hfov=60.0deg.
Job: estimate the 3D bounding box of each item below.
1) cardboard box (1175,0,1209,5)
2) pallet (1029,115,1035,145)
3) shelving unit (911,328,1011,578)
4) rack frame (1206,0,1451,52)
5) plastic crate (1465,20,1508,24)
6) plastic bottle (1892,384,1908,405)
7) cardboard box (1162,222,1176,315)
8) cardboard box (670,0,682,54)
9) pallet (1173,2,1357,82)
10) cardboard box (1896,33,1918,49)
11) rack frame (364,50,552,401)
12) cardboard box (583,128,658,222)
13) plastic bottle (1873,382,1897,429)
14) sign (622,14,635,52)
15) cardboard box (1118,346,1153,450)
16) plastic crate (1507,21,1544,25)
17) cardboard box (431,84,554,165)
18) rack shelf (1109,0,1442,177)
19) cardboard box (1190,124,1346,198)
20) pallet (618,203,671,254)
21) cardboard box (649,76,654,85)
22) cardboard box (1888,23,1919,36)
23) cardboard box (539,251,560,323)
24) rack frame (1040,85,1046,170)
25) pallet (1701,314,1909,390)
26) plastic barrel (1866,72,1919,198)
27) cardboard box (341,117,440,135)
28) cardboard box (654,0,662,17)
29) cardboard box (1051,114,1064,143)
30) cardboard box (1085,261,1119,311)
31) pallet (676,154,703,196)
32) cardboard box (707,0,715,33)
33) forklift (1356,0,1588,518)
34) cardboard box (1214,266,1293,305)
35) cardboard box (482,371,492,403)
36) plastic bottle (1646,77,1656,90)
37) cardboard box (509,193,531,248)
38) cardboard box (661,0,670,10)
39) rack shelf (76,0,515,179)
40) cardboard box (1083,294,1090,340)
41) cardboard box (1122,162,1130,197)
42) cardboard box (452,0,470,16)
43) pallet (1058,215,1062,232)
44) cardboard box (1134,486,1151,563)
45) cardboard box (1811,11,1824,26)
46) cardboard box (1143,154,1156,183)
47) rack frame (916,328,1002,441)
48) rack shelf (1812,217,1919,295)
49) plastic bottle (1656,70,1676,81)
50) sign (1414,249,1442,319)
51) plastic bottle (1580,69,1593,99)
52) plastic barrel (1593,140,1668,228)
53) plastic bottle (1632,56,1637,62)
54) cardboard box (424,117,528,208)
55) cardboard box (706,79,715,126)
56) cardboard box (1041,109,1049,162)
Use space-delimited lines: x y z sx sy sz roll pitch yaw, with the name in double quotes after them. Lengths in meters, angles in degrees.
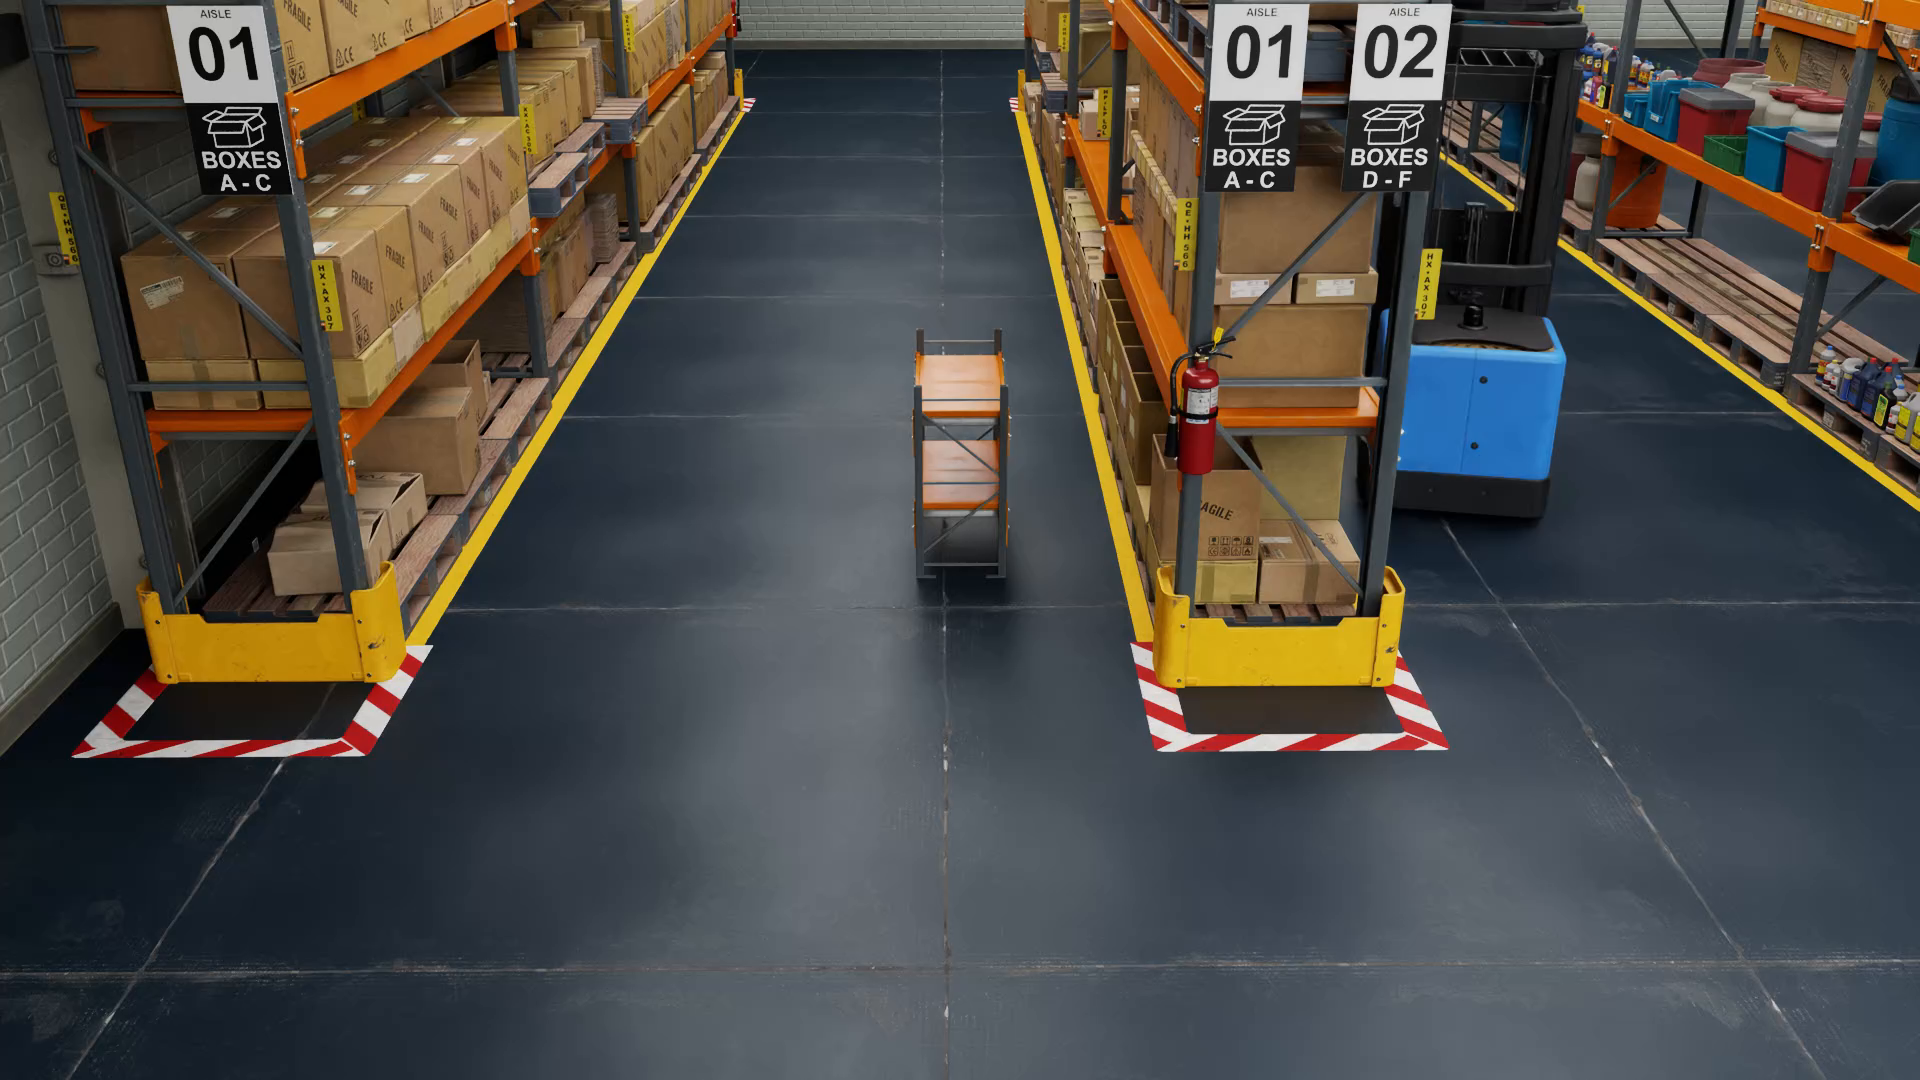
1.281 -2.752 8.058 0.500 0.250 0.500 0 24 -1 "cardboard box"
1.404 -5.187 20.962 1.003 0.211 1.213 0 24 -1 "pallet"
0.000 -0.515 9.524 0.538 1.125 1.048 0 24 -1 "shelving unit"
1.558 -3.459 6.478 1.000 3.000 0.127 0 24 -1 "rack frame"
6.034 -5.902 19.106 0.392 0.384 0.575 0 24 -1 "plastic crate"
6.102 -0.879 10.831 0.097 0.271 0.097 0 24 0 "plastic bottle"
1.546 -1.602 9.530 0.700 0.500 0.500 0 24 1 "cardboard box"
-3.254 -5.438 17.626 0.500 0.500 0.500 0 24 0 "cardboard box"
1.576 -2.344 7.759 1.003 0.211 1.213 0 24 -1 "pallet"
11.001 -5.723 19.069 0.380 0.149 0.250 0 24 0 "cardboard box"
-3.439 -2.350 11.306 1.000 3.000 0.127 0 24 -1 "rack frame"
-3.360 -3.514 15.978 0.750 0.750 0.750 -1 24 -1 "cardboard box"
6.023 -0.877 10.811 0.061 0.283 0.133 1 24 2 "plastic bottle"
-2.941 -4.496 14.742 0.100 0.325 0.005 0 24 -1 "sign"
1.224 -0.844 9.892 0.500 0.500 0.500 0 24 -1 "cardboard box"
6.621 -6.117 19.484 0.402 0.464 0.583 0 24 -1 "plastic crate"
-3.410 -3.036 12.168 0.700 0.500 0.500 2 24 5 "cardboard box"
1.536 -2.589 9.067 1.077 0.370 4.000 0 24 -1 "rack shelf"
1.553 -1.793 8.379 0.700 0.500 0.500 -1 24 -2 "cardboard box"
-3.416 -3.053 16.244 1.003 0.211 1.213 0 24 -1 "pallet"
-3.283 -4.662 16.698 0.380 0.149 0.250 0 24 0 "cardboard box"
11.065 -5.961 19.112 0.500 0.250 0.500 -1 24 -2 "cardboard box"
-3.520 -1.928 12.871 0.700 0.500 0.500 -1 24 -2 "cardboard box"
1.427 -5.670 18.648 1.000 3.000 0.127 0 24 -1 "rack frame"
6.420 -1.448 12.694 1.003 0.211 1.213 0 24 -1 "pallet"
6.766 -2.784 11.656 0.600 0.901 0.708 0 24 -1 "plastic barrel"
-3.643 -2.438 10.748 0.500 0.500 0.500 -1 24 -2 "cardboard box"
-3.258 -5.356 16.536 0.500 0.250 0.500 -1 24 -2 "cardboard box"
1.205 -4.254 17.106 0.500 0.250 0.500 -1 24 -2 "cardboard box"
1.211 -1.948 12.563 0.500 0.311 0.500 0 24 1 "cardboard box"
-3.443 -4.058 18.467 1.003 0.211 1.213 0 24 -1 "pallet"
-3.537 -6.607 20.355 0.980 0.700 0.700 -1 24 -3 "cardboard box"
3.253 -2.046 10.717 1.130 2.935 3.031 5 25 10 "forklift"
1.363 -1.223 7.906 0.380 0.149 0.250 -1 24 -1 "cardboard box"
-3.404 -1.039 11.312 0.380 0.166 0.250 -3 25 -7 "cardboard box"
6.612 -4.315 15.891 0.097 0.201 0.097 0 24 0 "plastic bottle"
-3.131 -2.097 10.904 0.500 0.250 0.500 0 24 0 "cardboard box"
-3.264 -5.566 17.001 0.500 0.250 0.500 0 24 0 "cardboard box"
-3.418 -2.565 9.014 1.077 0.370 4.000 0 24 -1 "rack shelf"
1.216 -1.690 12.675 0.500 0.250 0.500 -1 24 -1 "cardboard box"
1.321 -2.674 12.186 0.396 0.266 0.258 -1 24 -2 "cardboard box"
-3.194 -3.356 9.745 0.500 0.500 0.500 -2 24 -5 "cardboard box"
1.500 -3.059 16.258 1.003 0.211 1.213 0 24 -1 "pallet"
1.239 -0.090 9.136 0.500 0.250 0.500 0 24 -1 "cardboard box"
10.979 -6.570 20.941 0.380 0.149 0.250 -1 24 -1 "cardboard box"
1.335 -2.286 10.255 0.380 0.149 0.250 0 24 -1 "cardboard box"
-0.006 -0.725 9.988 0.500 1.125 0.032 0 24 -1 "rack frame"
6.489 -1.243 9.731 1.077 0.370 4.000 0 24 -1 "rack shelf"
6.737 -4.357 15.894 0.152 0.276 0.135 0 24 -1 "plastic bottle"
2.113 -1.156 7.520 0.100 0.325 0.005 0 24 -1 "sign"
6.005 -4.372 15.933 0.097 0.271 0.097 0 24 0 "plastic bottle"
6.401 -3.447 15.855 0.600 0.830 0.708 0 24 -1 "plastic barrel"
6.727 -4.738 16.736 0.152 0.276 0.135 0 24 -1 "plastic bottle"
-3.125 -2.439 10.751 0.500 0.500 0.500 0 24 -1 "cardboard box"
-3.438 -5.426 20.631 0.700 0.500 0.500 0 24 1 "cardboard box"
1.188 -4.532 18.629 0.500 0.500 0.500 -1 24 -3 "cardboard box"
